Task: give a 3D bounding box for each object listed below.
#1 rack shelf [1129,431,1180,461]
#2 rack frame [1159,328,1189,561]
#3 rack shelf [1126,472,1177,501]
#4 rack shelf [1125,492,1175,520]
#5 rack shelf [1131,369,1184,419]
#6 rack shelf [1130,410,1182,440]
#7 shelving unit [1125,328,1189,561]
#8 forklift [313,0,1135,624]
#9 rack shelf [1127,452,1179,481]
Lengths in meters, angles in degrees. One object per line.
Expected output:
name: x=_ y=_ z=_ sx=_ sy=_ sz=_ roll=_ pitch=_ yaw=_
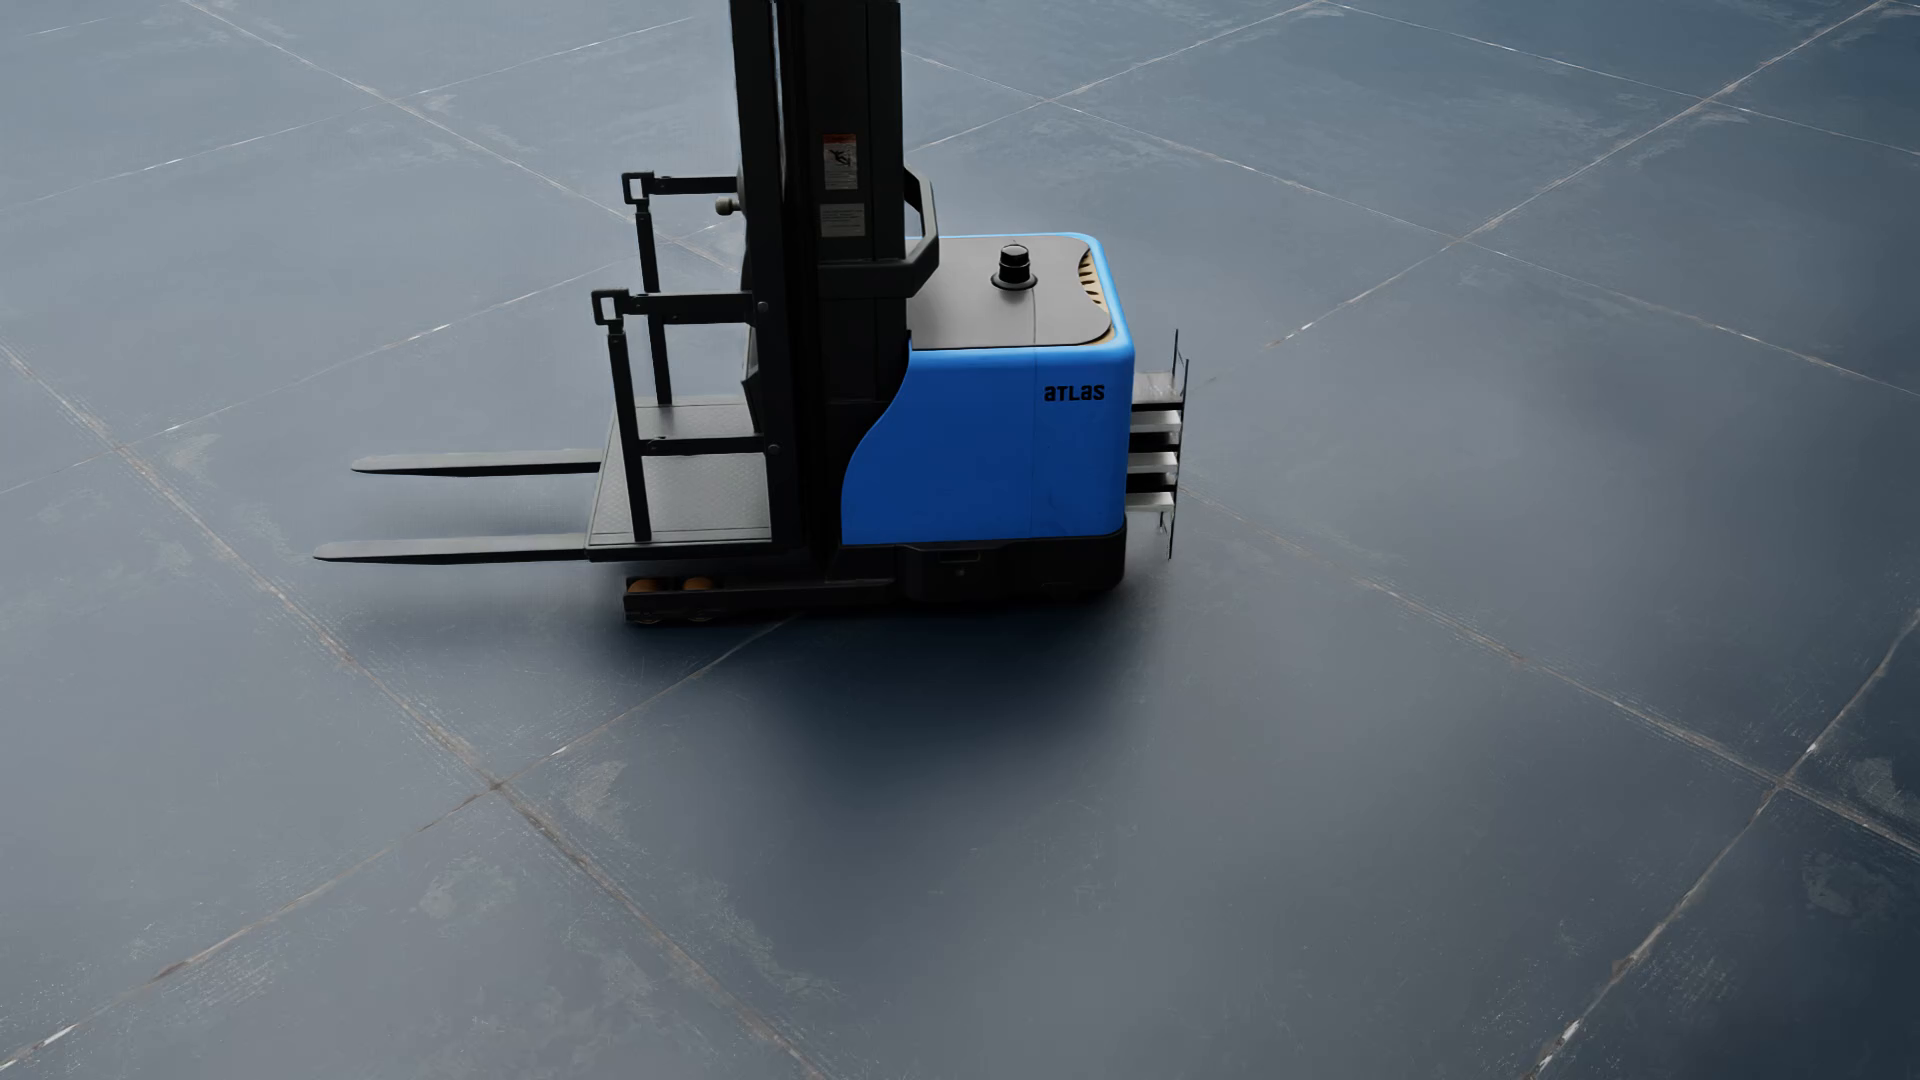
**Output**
rack shelf: x=0.716 y=-0.397 z=6.333 sx=0.200 sy=0.077 sz=0.258 roll=-2 pitch=35 yaw=-3
rack frame: x=0.818 y=-0.354 z=6.371 sx=0.006 sy=0.900 sz=0.240 roll=-2 pitch=35 yaw=-3
rack shelf: x=0.716 y=-0.249 z=6.436 sx=0.200 sy=0.077 sz=0.258 roll=-2 pitch=35 yaw=-3
rack shelf: x=0.716 y=-0.176 z=6.488 sx=0.200 sy=0.077 sz=0.258 roll=-2 pitch=35 yaw=-3
rack shelf: x=0.716 y=-0.545 z=6.230 sx=0.200 sy=0.077 sz=0.258 roll=-2 pitch=35 yaw=-3
rack shelf: x=0.716 y=-0.471 z=6.282 sx=0.200 sy=0.077 sz=0.258 roll=-2 pitch=35 yaw=-3
shelving unit: x=0.716 y=-0.351 z=6.366 sx=0.210 sy=0.900 sz=0.258 roll=-2 pitch=35 yaw=-3
forklift: x=-0.915 y=-1.203 z=5.813 sx=3.031 sy=2.935 sz=1.130 roll=-2 pitch=35 yaw=-3
rack shelf: x=0.716 y=-0.323 z=6.385 sx=0.200 sy=0.077 sz=0.258 roll=-2 pitch=35 yaw=-3
